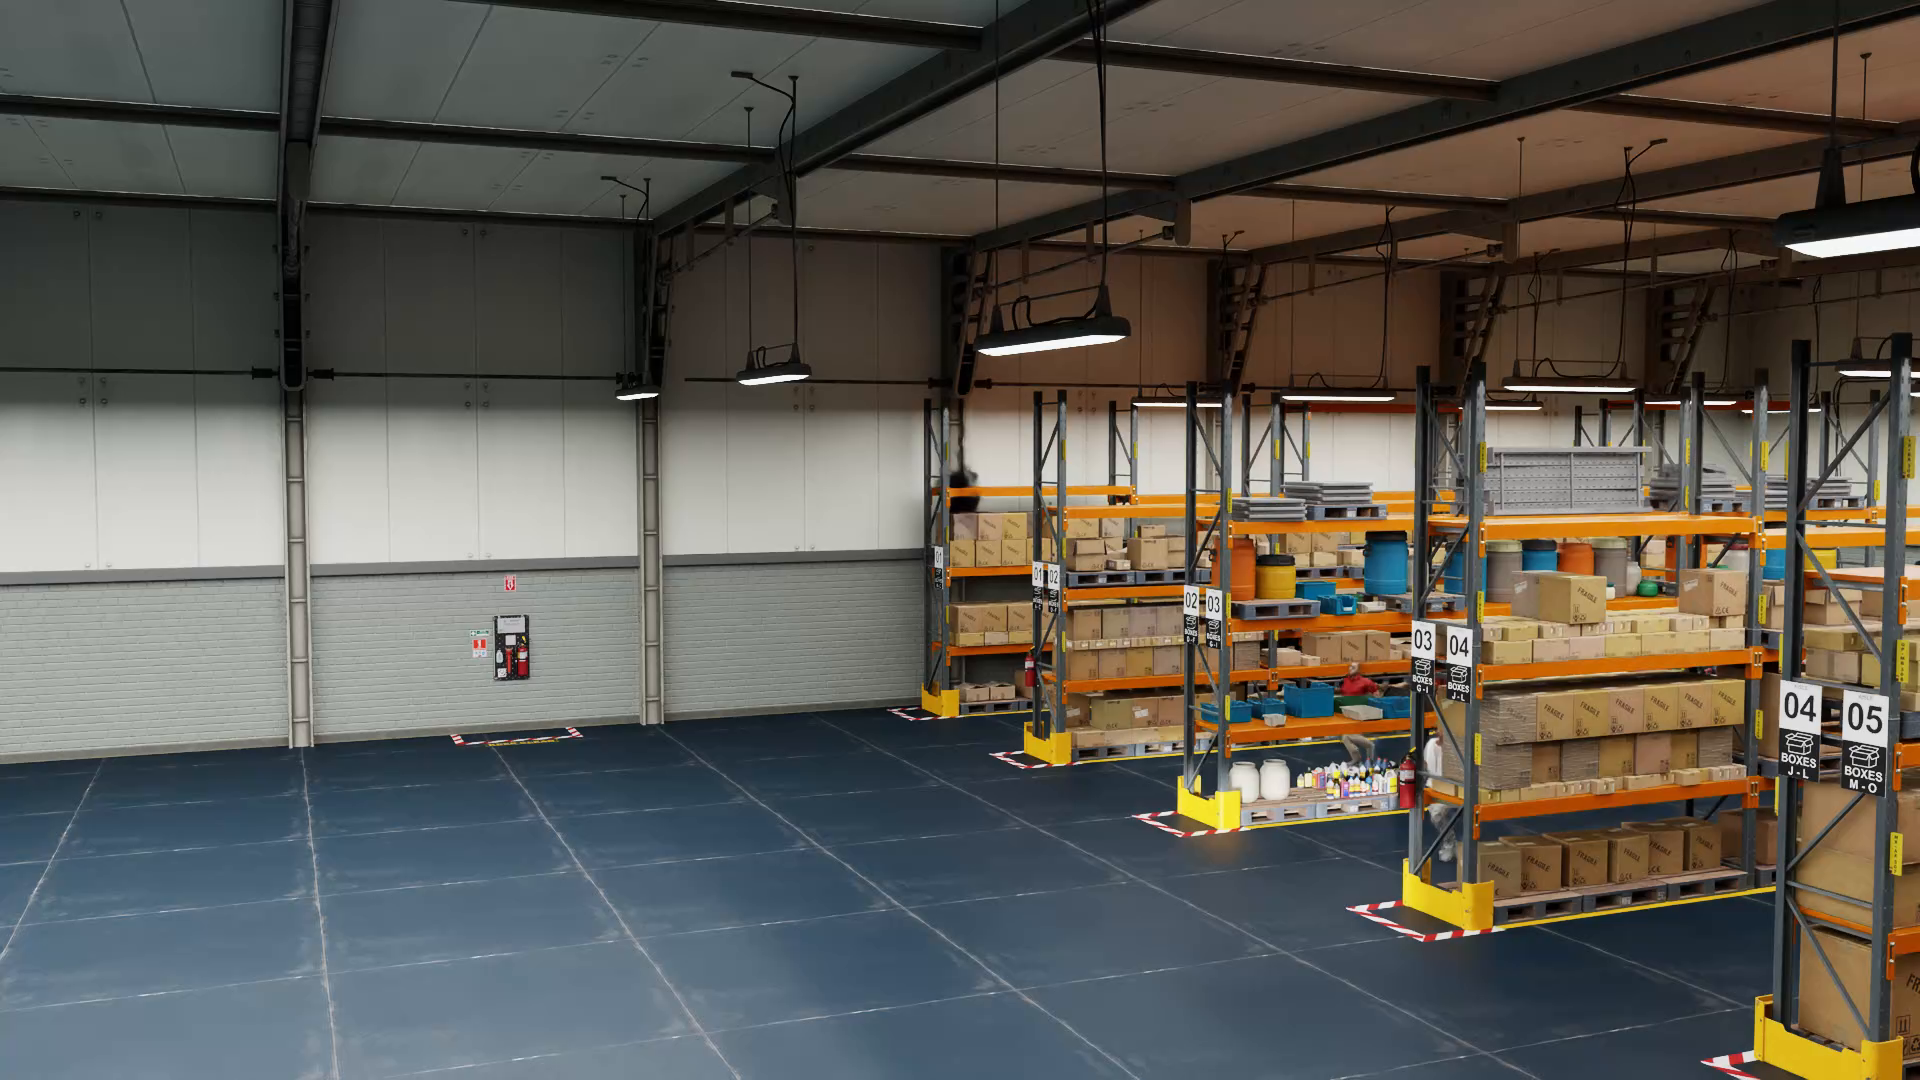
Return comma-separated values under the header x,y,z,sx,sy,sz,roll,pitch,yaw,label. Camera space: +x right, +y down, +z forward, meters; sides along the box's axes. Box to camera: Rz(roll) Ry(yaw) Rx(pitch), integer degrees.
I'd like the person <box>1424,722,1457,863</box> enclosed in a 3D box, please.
x,y,z,sx,sy,sz,roll,pitch,yaw,label
5.927,3.068,20.472,0.690,1.776,0.657,-2,4,-35,person

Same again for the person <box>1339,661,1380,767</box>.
x,y,z,sx,sy,sz,roll,pitch,yaw,label
6.252,2.779,26.418,0.614,1.692,0.674,-3,4,-37,person
